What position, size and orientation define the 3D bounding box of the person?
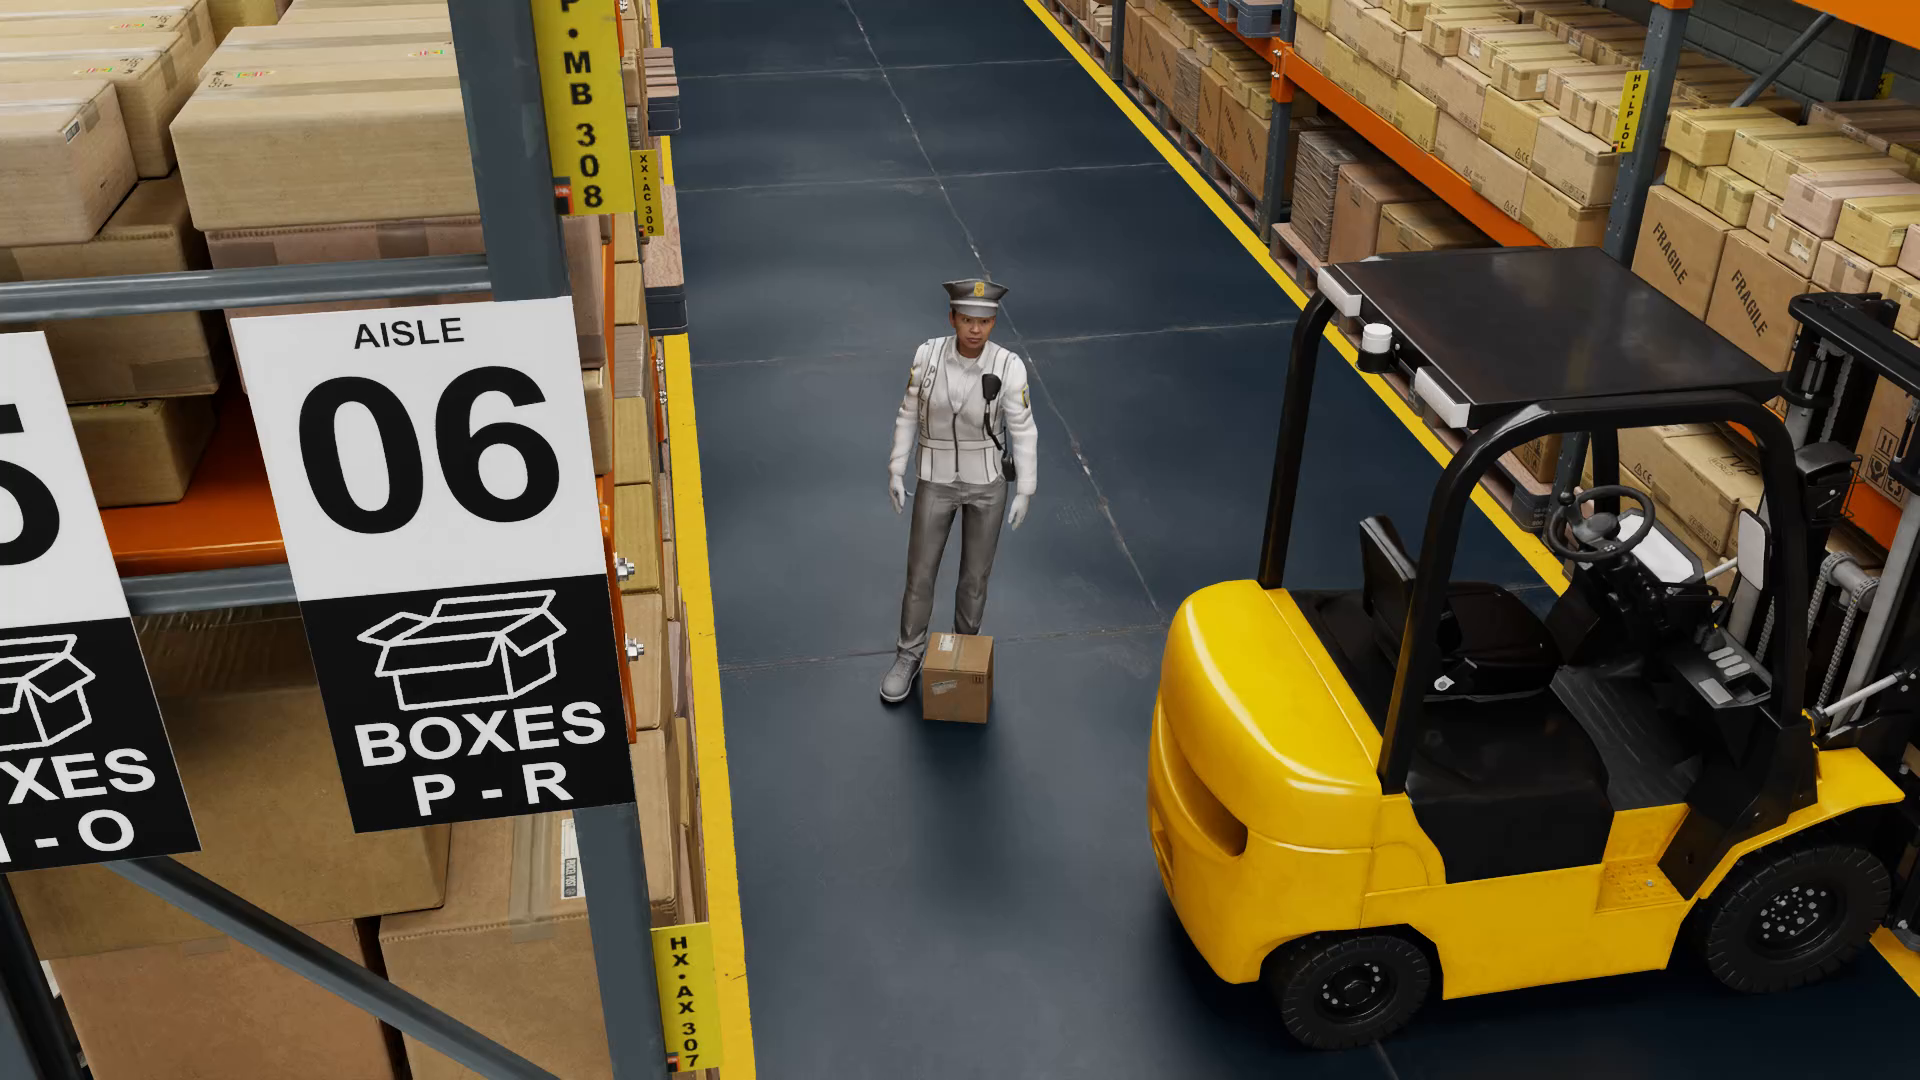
[{"bbox_3d":[-0.003,-0.188,6.397,0.586,1.695,0.532,5,31,7],"label":"person"}]
